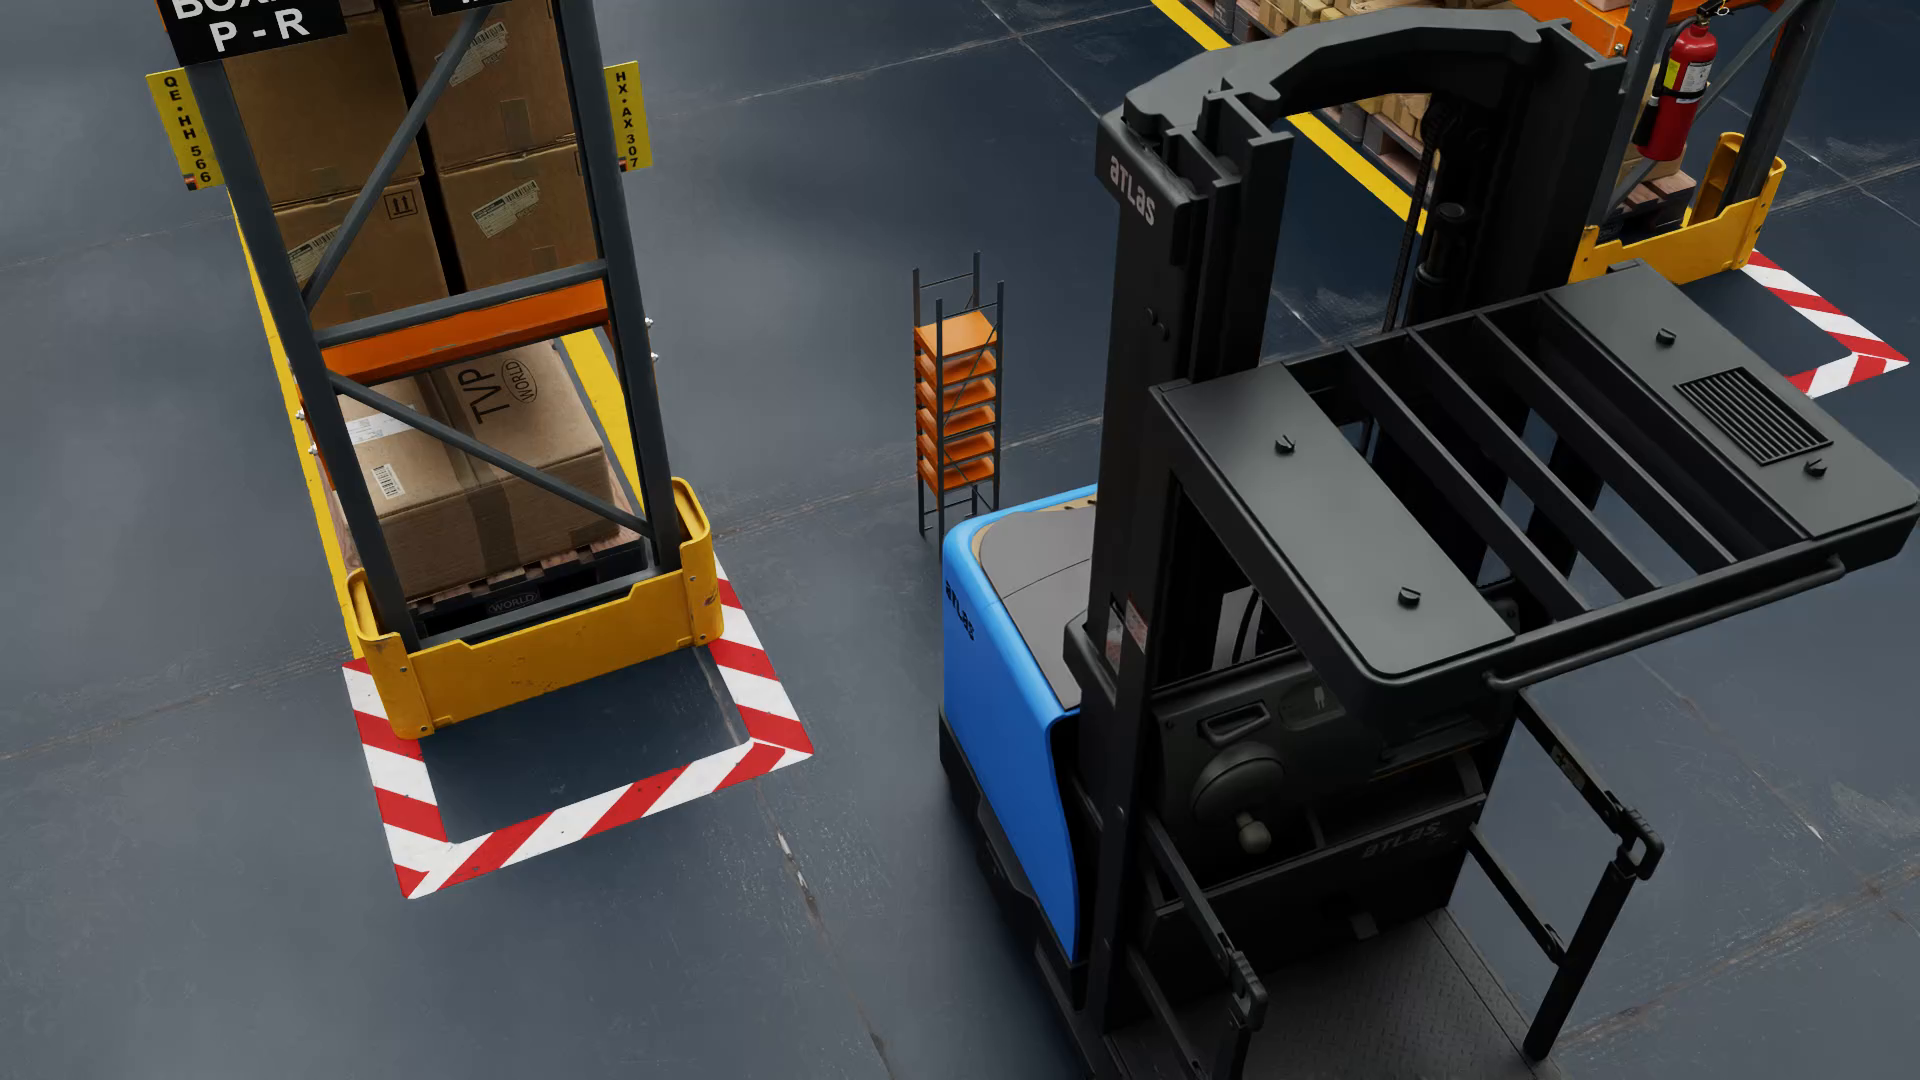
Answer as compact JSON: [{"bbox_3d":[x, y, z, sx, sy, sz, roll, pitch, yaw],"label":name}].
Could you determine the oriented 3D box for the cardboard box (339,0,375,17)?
[{"bbox_3d":[-1.764,-1.471,4.360,0.380,0.149,0.250,-17,47,-17],"label":"cardboard box"}]

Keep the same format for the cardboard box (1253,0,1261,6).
[{"bbox_3d":[1.758,-2.941,8.826,0.380,0.149,0.250,-20,48,-19],"label":"cardboard box"}]

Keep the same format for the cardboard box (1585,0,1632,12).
[{"bbox_3d":[2.624,-2.240,6.563,0.380,0.149,0.250,-18,47,-17],"label":"cardboard box"}]

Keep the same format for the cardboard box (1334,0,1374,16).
[{"bbox_3d":[2.062,-2.658,8.115,0.380,0.149,0.250,-20,48,-19],"label":"cardboard box"}]

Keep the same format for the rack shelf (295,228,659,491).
[{"bbox_3d":[-2.272,-1.697,6.347,1.077,0.370,4.000,-18,47,-17],"label":"rack shelf"}]

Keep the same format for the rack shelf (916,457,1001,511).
[{"bbox_3d":[-0.006,-0.234,6.038,0.258,0.103,0.180,-18,47,-17],"label":"rack shelf"}]

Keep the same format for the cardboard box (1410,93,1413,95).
[{"bbox_3d":[2.297,-2.230,7.893,0.380,0.149,0.250,-19,48,-18],"label":"cardboard box"}]

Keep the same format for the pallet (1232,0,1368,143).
[{"bbox_3d":[2.167,-2.565,8.700,1.003,0.211,1.213,-18,47,-17],"label":"pallet"}]

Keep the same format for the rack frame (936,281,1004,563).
[{"bbox_3d":[0.032,-0.378,5.779,0.240,1.200,0.006,-18,47,-17],"label":"rack frame"}]

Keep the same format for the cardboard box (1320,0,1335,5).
[{"bbox_3d":[1.926,-2.816,8.276,0.380,0.149,0.250,-18,47,-17],"label":"cardboard box"}]

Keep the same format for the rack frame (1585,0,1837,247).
[{"bbox_3d":[3.018,-2.205,6.349,1.000,3.000,0.127,-18,47,-17],"label":"rack frame"}]

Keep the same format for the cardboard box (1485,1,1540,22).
[{"bbox_3d":[2.711,-2.458,7.913,0.380,0.149,0.250,-20,48,-19],"label":"cardboard box"}]

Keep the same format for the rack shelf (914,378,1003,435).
[{"bbox_3d":[-0.006,-0.490,5.785,0.258,0.103,0.180,-18,47,-17],"label":"rack shelf"}]

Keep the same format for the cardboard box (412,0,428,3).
[{"bbox_3d":[-1.329,-1.609,4.500,0.380,0.149,0.250,-17,47,-17],"label":"cardboard box"}]

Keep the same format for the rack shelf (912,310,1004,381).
[{"bbox_3d":[-0.006,-0.661,5.616,0.258,0.103,0.180,-18,47,-17],"label":"rack shelf"}]

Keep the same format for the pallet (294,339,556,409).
[{"bbox_3d":[-2.347,-0.949,7.062,1.003,0.211,1.213,-18,47,-17],"label":"pallet"}]

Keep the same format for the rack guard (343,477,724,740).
[{"bbox_3d":[-1.421,0.226,5.665,1.175,0.500,0.348,-18,47,-17],"label":"rack guard"}]

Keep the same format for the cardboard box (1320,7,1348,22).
[{"bbox_3d":[1.996,-2.523,8.191,0.380,0.149,0.250,-16,47,-15],"label":"cardboard box"}]

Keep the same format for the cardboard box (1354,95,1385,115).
[{"bbox_3d":[2.094,-2.239,8.114,0.380,0.149,0.250,-20,48,-19],"label":"cardboard box"}]

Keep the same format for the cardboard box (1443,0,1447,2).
[{"bbox_3d":[2.534,-2.819,8.278,0.380,0.149,0.250,-17,47,-17],"label":"cardboard box"}]

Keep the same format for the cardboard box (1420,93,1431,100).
[{"bbox_3d":[2.287,-2.119,7.569,0.380,0.149,0.250,-19,48,-18],"label":"cardboard box"}]

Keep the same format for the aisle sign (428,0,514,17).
[{"bbox_3d":[-1.138,-1.644,3.930,0.394,0.787,0.004,-18,47,-17],"label":"aisle sign"}]

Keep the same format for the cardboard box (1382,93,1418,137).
[{"bbox_3d":[2.258,-2.095,7.968,0.380,0.149,0.250,-18,47,-17],"label":"cardboard box"}]

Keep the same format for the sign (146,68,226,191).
[{"bbox_3d":[-1.929,-1.024,4.159,0.100,0.325,0.005,-18,47,-17],"label":"sign"}]

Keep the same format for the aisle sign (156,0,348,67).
[{"bbox_3d":[-1.682,-1.467,3.750,0.394,0.787,0.004,-18,47,-17],"label":"aisle sign"}]

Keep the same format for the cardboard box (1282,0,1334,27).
[{"bbox_3d":[1.855,-2.691,8.360,0.380,0.149,0.250,-18,47,-17],"label":"cardboard box"}]

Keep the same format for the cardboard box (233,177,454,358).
[{"bbox_3d":[-1.874,-0.944,5.000,0.500,0.500,0.500,-18,47,-17],"label":"cardboard box"}]

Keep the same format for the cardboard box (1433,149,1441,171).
[{"bbox_3d":[2.407,-1.748,7.616,0.380,0.149,0.250,-17,47,-16],"label":"cardboard box"}]

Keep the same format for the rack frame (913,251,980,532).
[{"bbox_3d":[-0.045,-0.495,5.897,0.240,1.200,0.006,-18,47,-17],"label":"rack frame"}]

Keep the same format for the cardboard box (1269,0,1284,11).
[{"bbox_3d":[1.775,-2.855,8.527,0.380,0.149,0.250,-18,48,-18],"label":"cardboard box"}]

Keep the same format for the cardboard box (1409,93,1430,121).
[{"bbox_3d":[2.317,-2.028,7.689,0.380,0.149,0.250,-20,48,-19],"label":"cardboard box"}]

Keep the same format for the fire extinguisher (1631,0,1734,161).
[{"bbox_3d":[2.705,-1.748,6.206,0.296,0.674,0.183,-18,47,-17],"label":"fire extinguisher"}]

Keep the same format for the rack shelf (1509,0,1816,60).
[{"bbox_3d":[2.177,-3.224,7.894,1.077,0.370,4.000,-18,47,-17],"label":"rack shelf"}]

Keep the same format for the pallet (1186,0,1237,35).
[{"bbox_3d":[1.650,-3.344,9.489,1.003,0.211,1.213,-18,47,-17],"label":"pallet"}]

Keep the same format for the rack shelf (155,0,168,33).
[{"bbox_3d":[-2.272,-2.765,5.293,1.077,0.370,4.000,-18,47,-17],"label":"rack shelf"}]

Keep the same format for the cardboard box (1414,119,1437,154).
[{"bbox_3d":[2.374,-1.941,7.813,0.380,0.149,0.250,-18,47,-18],"label":"cardboard box"}]

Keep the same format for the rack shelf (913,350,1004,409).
[{"bbox_3d":[-0.006,-0.576,5.701,0.258,0.103,0.180,-18,47,-17],"label":"rack shelf"}]

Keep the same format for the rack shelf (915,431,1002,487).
[{"bbox_3d":[-0.006,-0.319,5.953,0.258,0.103,0.180,-18,47,-17],"label":"rack shelf"}]

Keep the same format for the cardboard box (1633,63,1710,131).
[{"bbox_3d":[3.106,-1.986,7.434,0.380,0.149,0.250,-20,48,-19],"label":"cardboard box"}]

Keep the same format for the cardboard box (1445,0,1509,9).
[{"bbox_3d":[2.603,-2.637,8.095,0.380,0.149,0.250,-16,47,-16],"label":"cardboard box"}]

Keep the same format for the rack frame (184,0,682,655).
[{"bbox_3d":[-1.431,-0.679,4.802,1.000,3.000,0.127,-18,47,-17],"label":"rack frame"}]

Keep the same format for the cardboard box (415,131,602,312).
[{"bbox_3d":[-1.372,-1.105,5.163,0.500,0.500,0.500,-18,48,-18],"label":"cardboard box"}]

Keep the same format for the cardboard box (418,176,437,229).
[{"bbox_3d":[-1.610,-1.419,5.482,0.500,0.500,0.500,-19,48,-18],"label":"cardboard box"}]

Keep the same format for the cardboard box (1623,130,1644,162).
[{"bbox_3d":[3.030,-1.855,7.514,0.380,0.149,0.250,-16,47,-16],"label":"cardboard box"}]

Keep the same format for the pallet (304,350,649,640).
[{"bbox_3d":[-1.838,-0.173,6.275,1.003,0.211,1.213,-18,47,-17],"label":"pallet"}]

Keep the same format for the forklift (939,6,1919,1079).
[{"bbox_3d":[0.953,0.514,3.642,1.130,2.935,3.031,-16,47,-15],"label":"forklift"}]

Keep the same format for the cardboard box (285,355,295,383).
[{"bbox_3d":[-2.192,-0.888,6.540,0.875,0.438,0.875,-17,47,-16],"label":"cardboard box"}]

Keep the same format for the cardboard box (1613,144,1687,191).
[{"bbox_3d":[3.088,-1.768,7.637,0.380,0.149,0.250,-17,47,-17],"label":"cardboard box"}]

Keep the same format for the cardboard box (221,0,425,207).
[{"bbox_3d":[-1.850,-1.307,4.656,0.500,0.500,0.500,-17,47,-16],"label":"cardboard box"}]

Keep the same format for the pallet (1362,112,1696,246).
[{"bbox_3d":[2.676,-1.789,7.913,1.003,0.211,1.213,-18,47,-17],"label":"pallet"}]

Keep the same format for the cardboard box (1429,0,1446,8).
[{"bbox_3d":[2.424,-2.674,8.343,0.380,0.149,0.250,-16,47,-15],"label":"cardboard box"}]

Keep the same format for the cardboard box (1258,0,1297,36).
[{"bbox_3d":[1.780,-2.747,8.629,0.380,0.149,0.250,-19,48,-18],"label":"cardboard box"}]

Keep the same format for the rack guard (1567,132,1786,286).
[{"bbox_3d":[2.986,-1.364,7.276,1.175,0.500,0.348,-18,47,-17],"label":"rack guard"}]

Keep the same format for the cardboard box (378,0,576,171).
[{"bbox_3d":[-1.374,-1.460,4.811,0.500,0.500,0.500,-19,48,-18],"label":"cardboard box"}]

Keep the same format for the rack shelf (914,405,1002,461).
[{"bbox_3d":[-0.006,-0.405,5.869,0.258,0.103,0.180,-18,47,-17],"label":"rack shelf"}]

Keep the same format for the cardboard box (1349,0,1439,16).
[{"bbox_3d":[2.073,-2.457,7.912,0.380,0.149,0.250,-16,47,-16],"label":"cardboard box"}]

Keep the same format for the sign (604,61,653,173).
[{"bbox_3d":[-0.925,-1.175,4.633,0.100,0.325,0.005,-18,47,-17],"label":"sign"}]

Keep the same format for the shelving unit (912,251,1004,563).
[{"bbox_3d":[-0.006,-0.436,5.838,0.258,1.200,0.189,-18,47,-17],"label":"shelving unit"}]

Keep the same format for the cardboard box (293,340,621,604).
[{"bbox_3d":[-1.799,-0.307,5.951,0.875,0.438,0.875,-20,48,-19],"label":"cardboard box"}]
